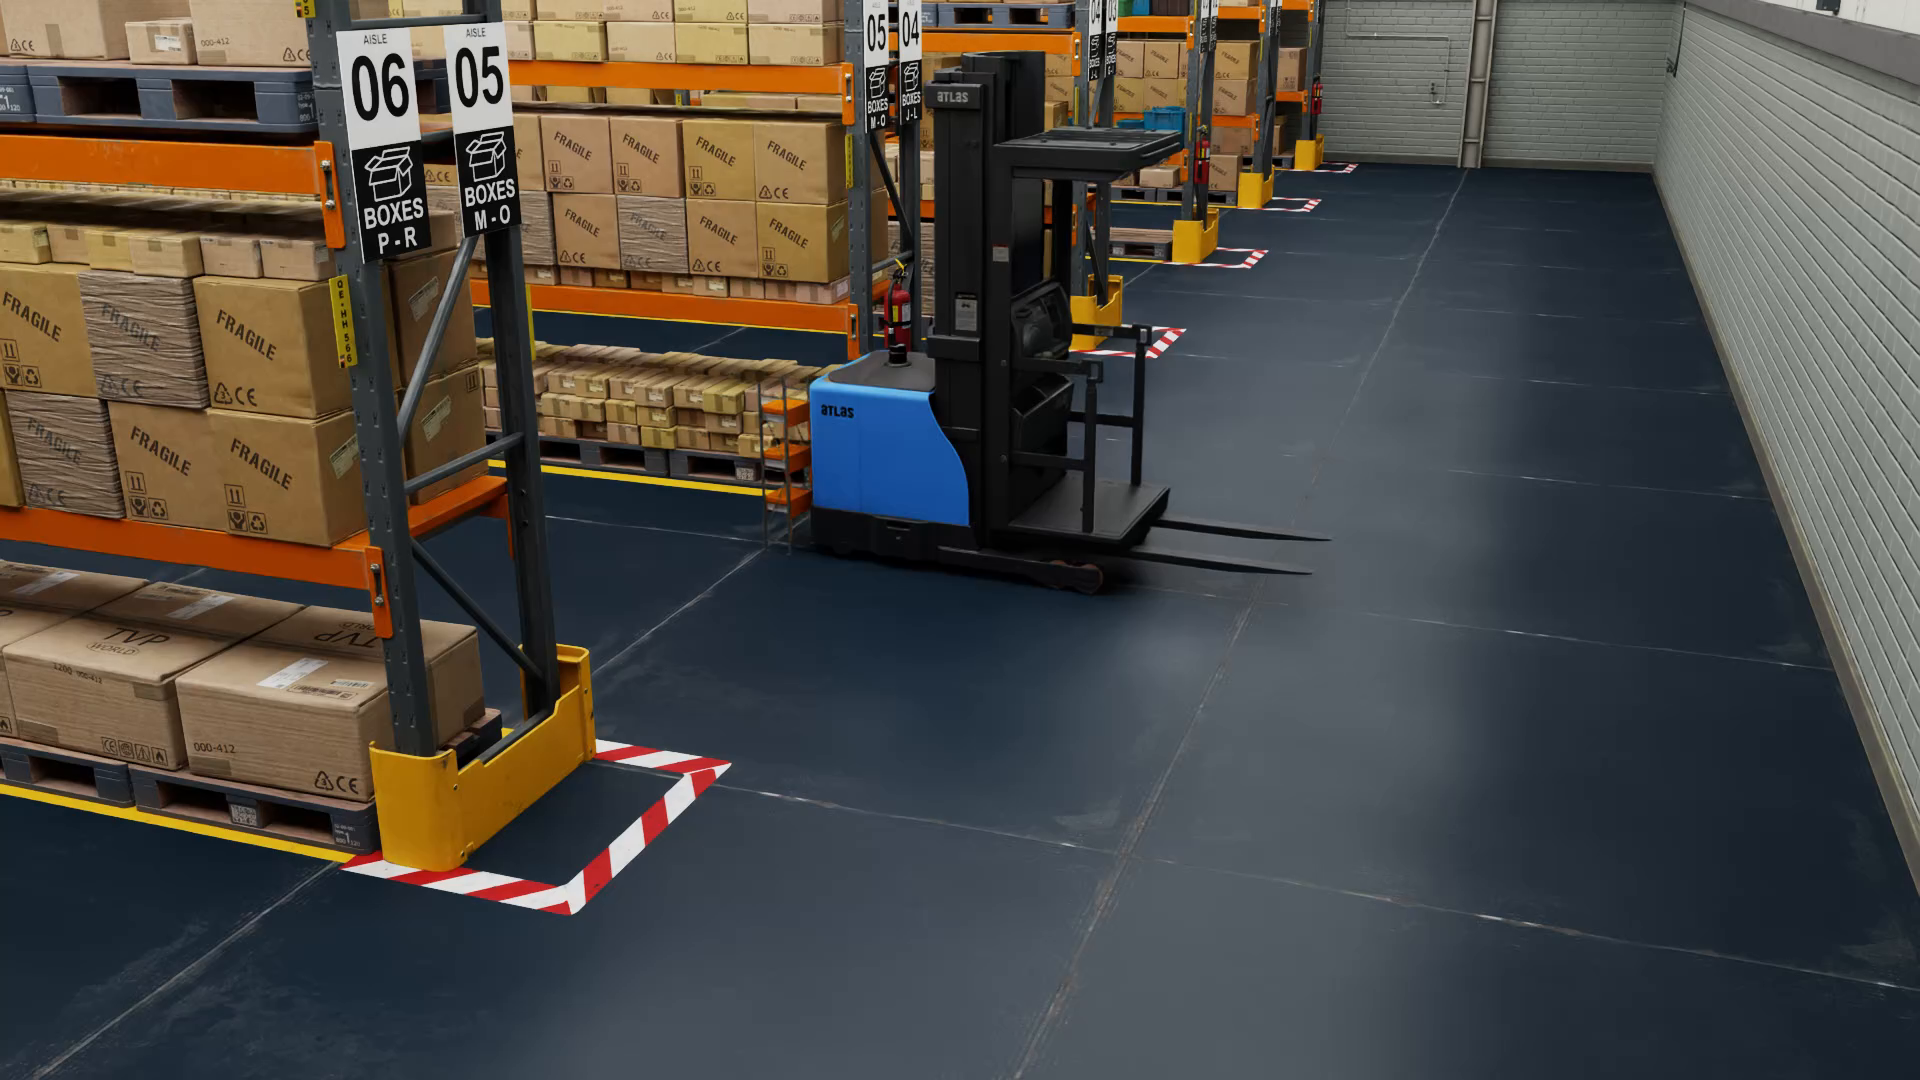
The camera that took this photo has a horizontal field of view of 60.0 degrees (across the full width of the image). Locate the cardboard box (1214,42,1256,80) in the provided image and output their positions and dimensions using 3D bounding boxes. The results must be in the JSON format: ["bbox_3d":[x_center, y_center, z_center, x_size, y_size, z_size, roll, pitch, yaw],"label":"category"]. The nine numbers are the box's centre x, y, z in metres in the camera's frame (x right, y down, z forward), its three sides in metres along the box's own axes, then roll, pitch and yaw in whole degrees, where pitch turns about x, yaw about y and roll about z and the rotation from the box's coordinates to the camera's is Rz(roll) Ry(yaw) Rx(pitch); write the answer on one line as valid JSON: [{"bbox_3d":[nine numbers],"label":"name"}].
[{"bbox_3d":[3.977,-6.935,24.065,0.500,0.500,0.500,6,20,18],"label":"cardboard box"}]

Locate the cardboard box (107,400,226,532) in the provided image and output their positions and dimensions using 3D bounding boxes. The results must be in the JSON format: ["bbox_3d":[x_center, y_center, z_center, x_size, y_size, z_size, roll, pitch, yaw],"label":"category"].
[{"bbox_3d":[-3.031,-0.368,6.745,0.500,0.500,0.500,6,20,17],"label":"cardboard box"}]

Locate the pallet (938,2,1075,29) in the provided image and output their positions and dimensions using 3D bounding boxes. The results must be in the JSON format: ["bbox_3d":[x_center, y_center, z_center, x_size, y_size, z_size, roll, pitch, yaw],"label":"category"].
[{"bbox_3d":[0.529,-4.824,15.260,1.213,0.211,1.003,7,20,18],"label":"pallet"}]

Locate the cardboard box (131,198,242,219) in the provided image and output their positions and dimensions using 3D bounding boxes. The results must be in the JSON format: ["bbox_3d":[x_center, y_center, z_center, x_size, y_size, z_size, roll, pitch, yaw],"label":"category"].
[{"bbox_3d":[-3.263,-1.347,7.049,0.250,0.149,0.380,7,20,19],"label":"cardboard box"}]

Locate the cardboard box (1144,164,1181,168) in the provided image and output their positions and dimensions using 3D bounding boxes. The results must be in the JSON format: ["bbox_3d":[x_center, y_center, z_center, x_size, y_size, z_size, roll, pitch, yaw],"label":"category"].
[{"bbox_3d":[3.122,-5.617,25.465,0.500,0.250,0.500,7,20,18],"label":"cardboard box"}]

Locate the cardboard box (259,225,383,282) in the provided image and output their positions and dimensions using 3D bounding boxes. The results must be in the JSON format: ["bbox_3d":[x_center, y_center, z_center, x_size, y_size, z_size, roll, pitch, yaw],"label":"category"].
[{"bbox_3d":[-2.424,-1.094,6.324,0.250,0.149,0.380,7,20,19],"label":"cardboard box"}]

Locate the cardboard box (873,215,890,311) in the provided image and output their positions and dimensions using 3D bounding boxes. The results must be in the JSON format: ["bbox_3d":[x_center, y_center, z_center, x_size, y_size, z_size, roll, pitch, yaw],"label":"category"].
[{"bbox_3d":[-1.098,-2.807,16.484,0.875,0.875,0.875,7,20,18],"label":"cardboard box"}]

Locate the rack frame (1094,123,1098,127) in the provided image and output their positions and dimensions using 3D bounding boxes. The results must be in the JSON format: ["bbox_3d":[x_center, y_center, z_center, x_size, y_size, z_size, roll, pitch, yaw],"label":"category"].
[{"bbox_3d":[2.331,-8.425,30.013,0.127,3.000,1.000,7,20,18],"label":"rack frame"}]

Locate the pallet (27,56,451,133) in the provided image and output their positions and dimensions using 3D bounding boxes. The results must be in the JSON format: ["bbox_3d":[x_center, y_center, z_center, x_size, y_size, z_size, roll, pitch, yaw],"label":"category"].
[{"bbox_3d":[-2.724,-1.743,6.421,1.213,0.211,1.003,7,20,18],"label":"pallet"}]

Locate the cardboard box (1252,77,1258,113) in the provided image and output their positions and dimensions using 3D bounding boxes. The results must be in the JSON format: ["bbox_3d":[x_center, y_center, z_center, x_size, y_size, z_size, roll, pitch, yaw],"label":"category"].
[{"bbox_3d":[4.155,-6.630,24.710,0.500,0.500,0.500,7,20,19],"label":"cardboard box"}]

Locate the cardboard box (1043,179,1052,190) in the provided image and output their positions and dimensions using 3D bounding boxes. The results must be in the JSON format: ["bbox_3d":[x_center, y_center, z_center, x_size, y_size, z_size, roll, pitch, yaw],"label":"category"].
[{"bbox_3d":[0.688,-3.412,15.408,0.500,0.250,0.500,6,20,17],"label":"cardboard box"}]

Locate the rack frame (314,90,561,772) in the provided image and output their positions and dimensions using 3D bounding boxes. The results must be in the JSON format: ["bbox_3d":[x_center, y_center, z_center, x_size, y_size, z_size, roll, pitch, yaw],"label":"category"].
[{"bbox_3d":[-2.019,-0.292,6.679,0.127,3.000,1.000,7,20,18],"label":"rack frame"}]

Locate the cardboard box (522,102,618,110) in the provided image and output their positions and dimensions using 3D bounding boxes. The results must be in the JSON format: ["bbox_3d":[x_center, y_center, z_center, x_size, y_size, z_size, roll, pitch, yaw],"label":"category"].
[{"bbox_3d":[-2.767,-2.853,11.904,0.500,0.500,0.500,7,20,19],"label":"cardboard box"}]

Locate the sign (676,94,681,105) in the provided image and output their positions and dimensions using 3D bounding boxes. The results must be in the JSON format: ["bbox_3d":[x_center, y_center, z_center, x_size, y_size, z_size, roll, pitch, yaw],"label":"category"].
[{"bbox_3d":[-2.715,-4.145,16.094,0.005,0.325,0.100,7,20,18],"label":"sign"}]

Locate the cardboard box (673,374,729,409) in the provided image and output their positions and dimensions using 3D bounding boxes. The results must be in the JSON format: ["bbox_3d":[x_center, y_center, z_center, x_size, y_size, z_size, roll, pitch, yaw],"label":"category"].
[{"bbox_3d":[-1.802,-1.034,11.599,0.250,0.149,0.380,6,20,16],"label":"cardboard box"}]

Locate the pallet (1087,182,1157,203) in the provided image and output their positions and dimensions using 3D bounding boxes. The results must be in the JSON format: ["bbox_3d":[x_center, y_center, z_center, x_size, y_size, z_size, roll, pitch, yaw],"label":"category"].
[{"bbox_3d":[2.513,-5.362,25.462,1.213,0.211,1.003,7,20,18],"label":"pallet"}]

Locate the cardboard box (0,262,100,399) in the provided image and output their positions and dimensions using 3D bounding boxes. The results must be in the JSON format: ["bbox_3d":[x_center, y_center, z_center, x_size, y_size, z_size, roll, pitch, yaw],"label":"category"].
[{"bbox_3d":[-3.522,-0.891,6.727,0.500,0.500,0.500,6,20,18],"label":"cardboard box"}]

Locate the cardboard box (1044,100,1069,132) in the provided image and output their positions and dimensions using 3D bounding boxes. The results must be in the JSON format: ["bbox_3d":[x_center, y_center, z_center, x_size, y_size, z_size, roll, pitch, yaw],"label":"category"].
[{"bbox_3d":[0.686,-3.768,15.288,0.500,0.500,0.500,7,20,19],"label":"cardboard box"}]

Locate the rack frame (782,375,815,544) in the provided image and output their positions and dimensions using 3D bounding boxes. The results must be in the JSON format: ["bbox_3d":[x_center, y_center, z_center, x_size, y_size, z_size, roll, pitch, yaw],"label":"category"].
[{"bbox_3d":[-0.991,-0.487,10.199,0.200,1.050,0.008,10,21,28],"label":"rack frame"}]

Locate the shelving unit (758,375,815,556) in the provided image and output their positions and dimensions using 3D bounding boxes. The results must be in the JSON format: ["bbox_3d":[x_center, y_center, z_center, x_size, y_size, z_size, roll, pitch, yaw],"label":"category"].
[{"bbox_3d":[-1.051,-0.452,10.099,0.215,1.050,0.252,10,21,28],"label":"shelving unit"}]

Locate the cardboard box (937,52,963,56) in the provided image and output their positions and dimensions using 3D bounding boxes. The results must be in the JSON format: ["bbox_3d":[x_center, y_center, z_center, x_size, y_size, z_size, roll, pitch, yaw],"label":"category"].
[{"bbox_3d":[-0.113,-8.809,30.480,0.500,0.500,0.500,6,20,18],"label":"cardboard box"}]

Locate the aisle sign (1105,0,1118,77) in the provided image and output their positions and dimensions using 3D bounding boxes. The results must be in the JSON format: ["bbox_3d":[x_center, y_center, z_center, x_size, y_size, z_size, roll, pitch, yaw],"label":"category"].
[{"bbox_3d":[1.399,-4.686,15.336,0.004,0.787,0.394,7,20,18],"label":"aisle sign"}]

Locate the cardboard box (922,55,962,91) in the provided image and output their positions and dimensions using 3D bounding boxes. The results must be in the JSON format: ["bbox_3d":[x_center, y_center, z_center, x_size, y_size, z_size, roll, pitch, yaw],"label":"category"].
[{"bbox_3d":[-0.336,-7.306,26.011,0.500,0.500,0.700,10,22,27],"label":"cardboard box"}]

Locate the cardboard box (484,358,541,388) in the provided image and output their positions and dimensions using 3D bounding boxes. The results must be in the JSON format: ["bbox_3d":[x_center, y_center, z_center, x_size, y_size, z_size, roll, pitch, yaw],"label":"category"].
[{"bbox_3d":[-3.262,-1.224,12.143,0.250,0.149,0.380,6,20,17],"label":"cardboard box"}]

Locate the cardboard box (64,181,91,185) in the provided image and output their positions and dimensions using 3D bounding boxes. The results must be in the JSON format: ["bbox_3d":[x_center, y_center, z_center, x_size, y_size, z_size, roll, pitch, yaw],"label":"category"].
[{"bbox_3d":[-6.683,-2.843,12.838,0.250,0.149,0.380,8,21,21],"label":"cardboard box"}]

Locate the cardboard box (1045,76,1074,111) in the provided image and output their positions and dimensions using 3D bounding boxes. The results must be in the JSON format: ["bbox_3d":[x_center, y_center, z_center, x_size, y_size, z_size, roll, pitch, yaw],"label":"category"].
[{"bbox_3d":[1.586,-6.738,25.020,0.500,0.500,0.500,7,20,19],"label":"cardboard box"}]

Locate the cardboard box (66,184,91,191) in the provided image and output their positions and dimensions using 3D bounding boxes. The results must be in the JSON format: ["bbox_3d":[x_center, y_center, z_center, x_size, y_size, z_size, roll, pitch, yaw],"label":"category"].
[{"bbox_3d":[-6.673,-2.701,12.881,0.250,0.149,0.380,7,20,18],"label":"cardboard box"}]

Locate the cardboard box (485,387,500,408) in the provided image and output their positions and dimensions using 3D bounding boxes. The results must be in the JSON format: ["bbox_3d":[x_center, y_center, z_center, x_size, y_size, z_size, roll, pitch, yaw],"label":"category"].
[{"bbox_3d":[-3.267,-1.083,12.191,0.250,0.149,0.380,5,20,15],"label":"cardboard box"}]

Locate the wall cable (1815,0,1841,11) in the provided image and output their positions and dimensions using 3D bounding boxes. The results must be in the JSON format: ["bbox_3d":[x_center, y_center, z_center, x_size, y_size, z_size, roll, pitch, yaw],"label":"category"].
[{"bbox_3d":[5.443,-6.042,9.175,0.120,5.999,2.277,7,20,18],"label":"wall cable"}]

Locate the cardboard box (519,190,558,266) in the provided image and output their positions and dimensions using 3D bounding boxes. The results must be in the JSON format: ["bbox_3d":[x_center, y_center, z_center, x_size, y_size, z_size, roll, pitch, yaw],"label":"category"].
[{"bbox_3d":[-2.950,-2.213,11.587,0.500,0.500,0.500,6,20,17],"label":"cardboard box"}]

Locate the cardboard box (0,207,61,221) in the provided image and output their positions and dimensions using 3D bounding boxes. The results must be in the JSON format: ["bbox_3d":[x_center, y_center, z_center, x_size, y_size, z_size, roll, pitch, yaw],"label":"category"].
[{"bbox_3d":[-3.889,-1.249,6.769,0.250,0.149,0.380,7,20,20],"label":"cardboard box"}]

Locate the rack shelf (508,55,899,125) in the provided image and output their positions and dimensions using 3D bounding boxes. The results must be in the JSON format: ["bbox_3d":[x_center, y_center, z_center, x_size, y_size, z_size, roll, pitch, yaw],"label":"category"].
[{"bbox_3d":[-2.380,-3.135,11.370,4.000,0.370,1.077,7,20,18],"label":"rack shelf"}]

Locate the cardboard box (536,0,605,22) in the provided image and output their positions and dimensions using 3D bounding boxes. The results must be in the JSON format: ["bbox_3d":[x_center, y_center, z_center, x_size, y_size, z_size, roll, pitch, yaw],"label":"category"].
[{"bbox_3d":[-2.448,-3.563,10.976,0.500,0.250,0.500,6,20,16],"label":"cardboard box"}]

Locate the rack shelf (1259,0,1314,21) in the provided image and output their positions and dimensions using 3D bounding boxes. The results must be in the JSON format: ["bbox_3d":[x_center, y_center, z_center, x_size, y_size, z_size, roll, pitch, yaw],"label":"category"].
[{"bbox_3d":[4.220,-9.286,29.018,4.000,0.370,1.077,7,20,18],"label":"rack shelf"}]

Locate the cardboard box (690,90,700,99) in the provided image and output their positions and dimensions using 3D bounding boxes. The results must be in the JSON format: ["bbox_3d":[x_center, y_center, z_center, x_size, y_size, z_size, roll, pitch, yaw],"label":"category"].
[{"bbox_3d":[-4.293,-7.318,27.219,0.250,0.149,0.380,8,21,22],"label":"cardboard box"}]

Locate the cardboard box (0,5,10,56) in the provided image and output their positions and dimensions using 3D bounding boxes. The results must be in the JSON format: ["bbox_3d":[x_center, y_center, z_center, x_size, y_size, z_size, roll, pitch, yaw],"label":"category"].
[{"bbox_3d":[-3.874,-2.265,6.842,0.500,0.500,0.500,7,20,19],"label":"cardboard box"}]

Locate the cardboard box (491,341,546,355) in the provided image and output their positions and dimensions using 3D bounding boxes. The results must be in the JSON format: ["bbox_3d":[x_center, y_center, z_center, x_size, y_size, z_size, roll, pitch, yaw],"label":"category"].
[{"bbox_3d":[-3.355,-1.409,12.675,0.250,0.149,0.380,6,20,18],"label":"cardboard box"}]

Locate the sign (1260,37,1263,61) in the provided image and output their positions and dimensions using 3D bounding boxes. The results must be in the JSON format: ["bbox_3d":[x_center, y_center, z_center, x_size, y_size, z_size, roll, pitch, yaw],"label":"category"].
[{"bbox_3d":[4.286,-6.978,23.622,0.005,0.325,0.100,7,20,18],"label":"sign"}]

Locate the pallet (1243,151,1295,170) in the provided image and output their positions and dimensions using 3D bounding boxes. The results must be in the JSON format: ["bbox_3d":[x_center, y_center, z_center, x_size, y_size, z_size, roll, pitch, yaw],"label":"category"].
[{"bbox_3d":[5.328,-6.739,29.411,1.213,0.211,1.003,7,20,18],"label":"pallet"}]

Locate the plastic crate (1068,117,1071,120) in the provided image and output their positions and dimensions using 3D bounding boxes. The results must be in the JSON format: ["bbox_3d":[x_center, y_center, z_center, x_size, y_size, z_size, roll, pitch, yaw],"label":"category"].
[{"bbox_3d":[1.206,-5.166,20.826,0.300,0.233,0.416,7,20,18],"label":"plastic crate"}]

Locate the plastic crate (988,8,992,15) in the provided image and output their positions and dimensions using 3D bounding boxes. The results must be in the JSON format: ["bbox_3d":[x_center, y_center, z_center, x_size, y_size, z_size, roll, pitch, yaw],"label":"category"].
[{"bbox_3d":[0.163,-6.480,20.075,0.590,0.269,0.497,7,20,18],"label":"plastic crate"}]

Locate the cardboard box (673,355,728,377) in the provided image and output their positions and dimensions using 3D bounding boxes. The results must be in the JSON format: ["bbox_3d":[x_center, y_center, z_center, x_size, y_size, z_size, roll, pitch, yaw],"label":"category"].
[{"bbox_3d":[-1.890,-1.230,12.161,0.250,0.149,0.380,7,21,20],"label":"cardboard box"}]

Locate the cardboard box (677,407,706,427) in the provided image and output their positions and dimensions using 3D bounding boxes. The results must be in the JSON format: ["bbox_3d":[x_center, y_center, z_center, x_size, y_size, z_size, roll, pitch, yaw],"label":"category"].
[{"bbox_3d":[-1.794,-0.919,11.721,0.250,0.149,0.380,6,20,17],"label":"cardboard box"}]

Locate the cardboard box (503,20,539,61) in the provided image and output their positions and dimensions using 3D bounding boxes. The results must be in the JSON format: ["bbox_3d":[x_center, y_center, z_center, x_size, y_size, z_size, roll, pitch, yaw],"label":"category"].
[{"bbox_3d":[-2.956,-3.374,11.192,0.500,0.250,0.500,7,21,20],"label":"cardboard box"}]

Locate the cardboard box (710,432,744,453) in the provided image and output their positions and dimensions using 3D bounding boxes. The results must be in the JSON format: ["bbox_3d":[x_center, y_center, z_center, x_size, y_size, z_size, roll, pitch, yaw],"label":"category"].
[{"bbox_3d":[-1.553,-0.737,11.651,0.250,0.149,0.380,6,20,18],"label":"cardboard box"}]

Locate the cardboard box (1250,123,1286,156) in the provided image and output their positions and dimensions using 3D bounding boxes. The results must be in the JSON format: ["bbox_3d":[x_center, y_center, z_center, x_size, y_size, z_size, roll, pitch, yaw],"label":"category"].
[{"bbox_3d":[5.415,-7.056,29.244,0.500,0.500,0.700,7,20,18],"label":"cardboard box"}]

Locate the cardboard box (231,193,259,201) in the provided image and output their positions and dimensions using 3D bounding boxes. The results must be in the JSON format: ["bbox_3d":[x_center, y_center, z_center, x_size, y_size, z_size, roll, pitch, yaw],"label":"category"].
[{"bbox_3d":[-5.192,-2.531,12.396,0.250,0.149,0.380,7,21,20],"label":"cardboard box"}]

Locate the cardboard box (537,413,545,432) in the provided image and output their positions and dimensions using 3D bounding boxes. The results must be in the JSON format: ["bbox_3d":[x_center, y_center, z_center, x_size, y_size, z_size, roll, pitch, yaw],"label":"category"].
[{"bbox_3d":[-3.005,-0.917,12.167,0.250,0.149,0.380,6,20,16],"label":"cardboard box"}]

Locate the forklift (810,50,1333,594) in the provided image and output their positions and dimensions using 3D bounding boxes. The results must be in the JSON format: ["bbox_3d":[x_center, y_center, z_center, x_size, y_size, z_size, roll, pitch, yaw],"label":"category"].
[{"bbox_3d":[0.661,-1.273,9.600,3.031,2.935,1.130,7,21,20],"label":"forklift"}]

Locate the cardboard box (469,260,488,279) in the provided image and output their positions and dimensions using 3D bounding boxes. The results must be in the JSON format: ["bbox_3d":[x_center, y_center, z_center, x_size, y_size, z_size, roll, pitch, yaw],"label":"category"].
[{"bbox_3d":[-3.316,-1.974,11.888,0.250,0.149,0.380,6,20,16],"label":"cardboard box"}]

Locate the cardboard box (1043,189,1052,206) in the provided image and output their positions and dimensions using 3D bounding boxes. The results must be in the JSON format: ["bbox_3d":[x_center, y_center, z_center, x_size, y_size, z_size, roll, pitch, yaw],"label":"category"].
[{"bbox_3d":[0.788,-3.190,15.377,0.250,0.149,0.380,7,20,19],"label":"cardboard box"}]

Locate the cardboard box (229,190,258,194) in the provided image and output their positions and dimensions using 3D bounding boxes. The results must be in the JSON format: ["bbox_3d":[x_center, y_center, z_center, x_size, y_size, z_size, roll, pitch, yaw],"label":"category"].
[{"bbox_3d":[-5.210,-2.674,12.354,0.250,0.149,0.380,6,20,16],"label":"cardboard box"}]

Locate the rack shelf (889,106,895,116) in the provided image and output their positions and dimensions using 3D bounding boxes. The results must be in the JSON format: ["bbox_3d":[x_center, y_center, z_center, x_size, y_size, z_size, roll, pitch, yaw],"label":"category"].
[{"bbox_3d":[-1.180,-6.761,26.332,4.000,0.370,1.077,7,20,18],"label":"rack shelf"}]

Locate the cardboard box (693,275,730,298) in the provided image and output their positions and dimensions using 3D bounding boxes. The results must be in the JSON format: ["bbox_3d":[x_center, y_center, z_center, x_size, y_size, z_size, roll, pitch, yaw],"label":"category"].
[{"bbox_3d":[-1.604,-1.752,11.249,0.250,0.149,0.380,7,20,20],"label":"cardboard box"}]

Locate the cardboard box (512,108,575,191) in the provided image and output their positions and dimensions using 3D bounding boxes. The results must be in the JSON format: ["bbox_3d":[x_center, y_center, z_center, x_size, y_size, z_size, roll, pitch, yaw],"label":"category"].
[{"bbox_3d":[-2.962,-2.694,11.447,0.500,0.500,0.500,7,20,19],"label":"cardboard box"}]
